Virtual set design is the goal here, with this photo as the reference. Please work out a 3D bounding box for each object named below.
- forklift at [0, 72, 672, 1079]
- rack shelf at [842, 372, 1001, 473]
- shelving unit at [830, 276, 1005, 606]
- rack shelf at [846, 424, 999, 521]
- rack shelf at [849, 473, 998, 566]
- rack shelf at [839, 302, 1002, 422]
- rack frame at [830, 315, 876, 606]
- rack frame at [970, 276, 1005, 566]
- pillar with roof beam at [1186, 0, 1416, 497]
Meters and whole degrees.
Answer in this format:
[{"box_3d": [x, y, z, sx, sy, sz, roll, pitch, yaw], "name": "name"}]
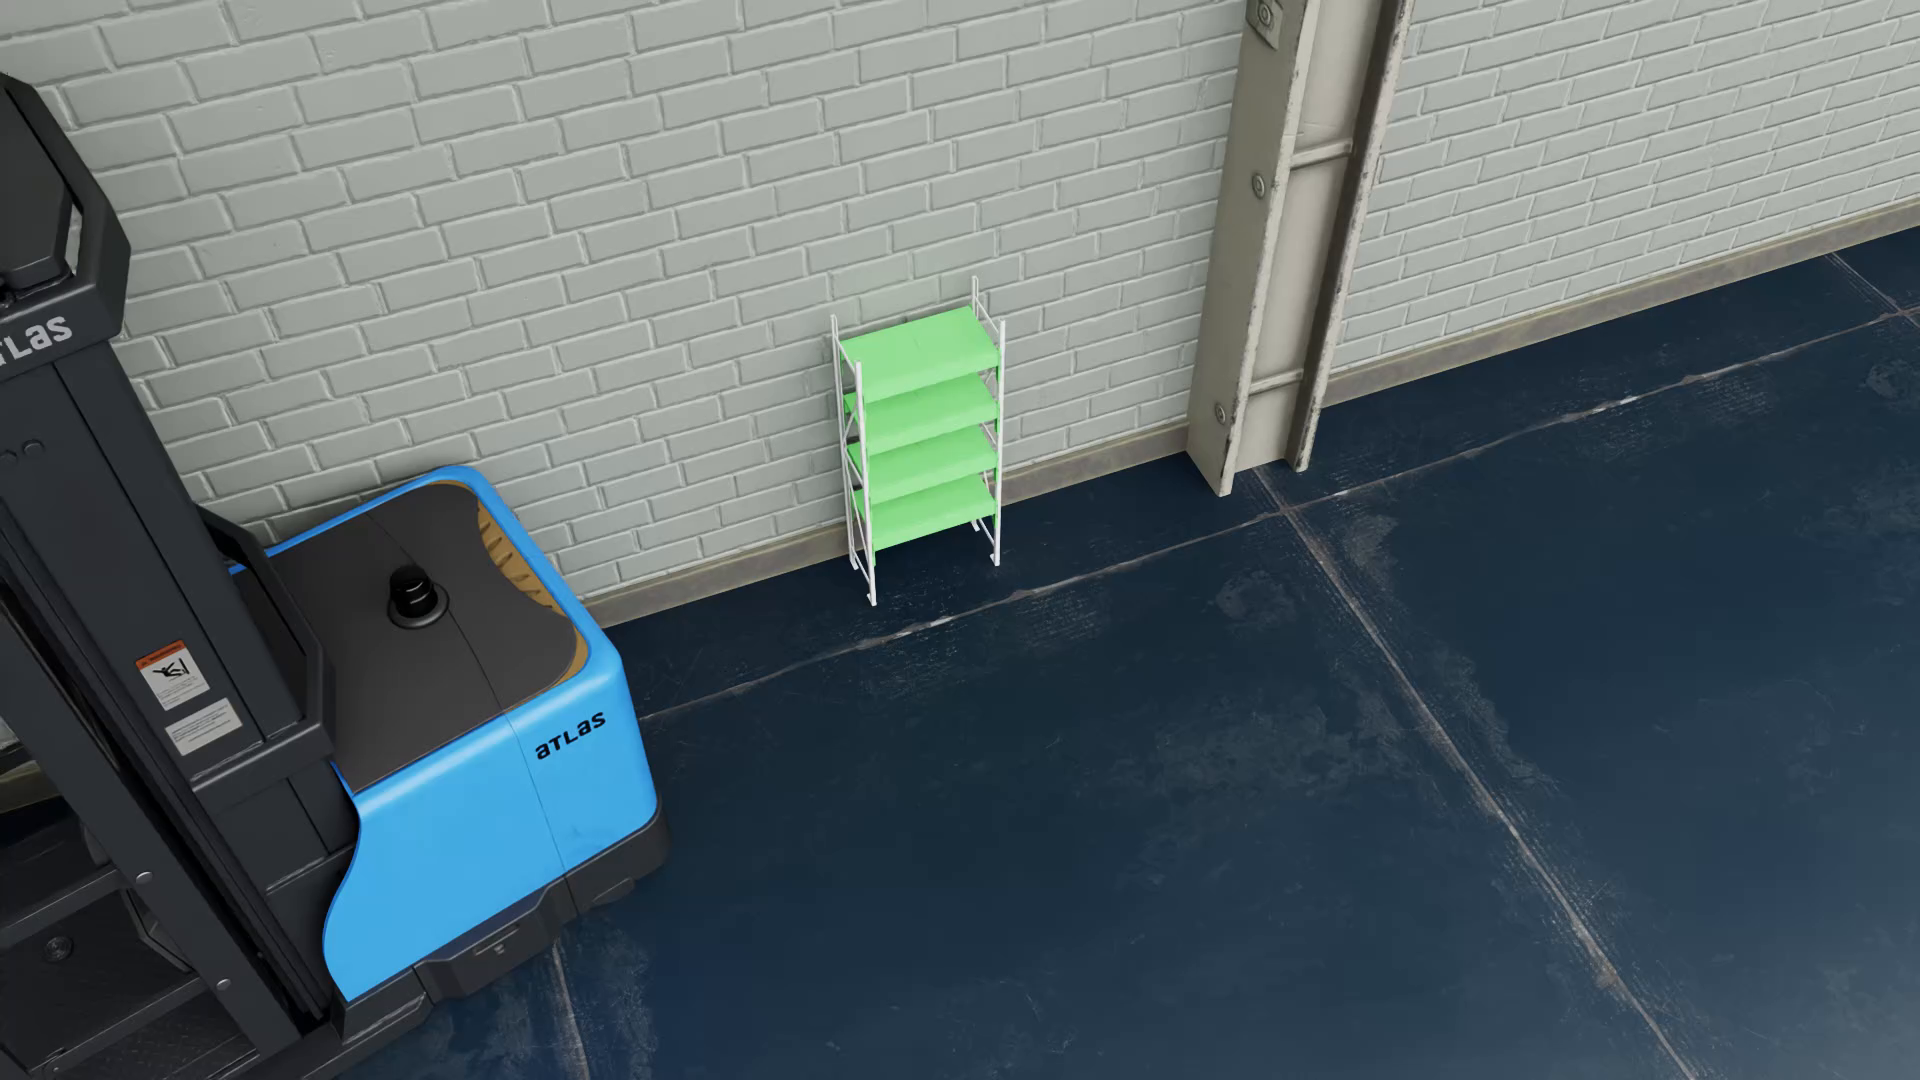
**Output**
[{"box_3d": [-2.405, 0.455, 3.928, 3.031, 2.935, 1.130, -30, 55, -23], "name": "forklift"}, {"box_3d": [-0.134, -0.425, 5.591, 0.480, 0.148, 0.258, -18, 51, -15], "name": "rack shelf"}, {"box_3d": [-0.134, -0.310, 5.724, 0.503, 1.200, 0.258, -18, 51, -15], "name": "shelving unit"}, {"box_3d": [-0.134, -0.268, 5.773, 0.480, 0.148, 0.258, -18, 51, -15], "name": "rack shelf"}, {"box_3d": [-0.133, -0.111, 5.954, 0.480, 0.148, 0.258, -18, 51, -15], "name": "rack shelf"}, {"box_3d": [-0.135, -0.582, 5.410, 0.480, 0.148, 0.258, -18, 51, -15], "name": "rack shelf"}, {"box_3d": [-0.359, -0.238, 5.663, 0.015, 1.200, 0.240, -18, 51, -15], "name": "rack frame"}, {"box_3d": [0.091, -0.381, 5.786, 0.015, 1.200, 0.240, -18, 51, -15], "name": "rack frame"}, {"box_3d": [2.747, -0.238, 0.523, 0.400, 9.000, 9.100, -17, 52, -14], "name": "pillar with roof beam"}]
